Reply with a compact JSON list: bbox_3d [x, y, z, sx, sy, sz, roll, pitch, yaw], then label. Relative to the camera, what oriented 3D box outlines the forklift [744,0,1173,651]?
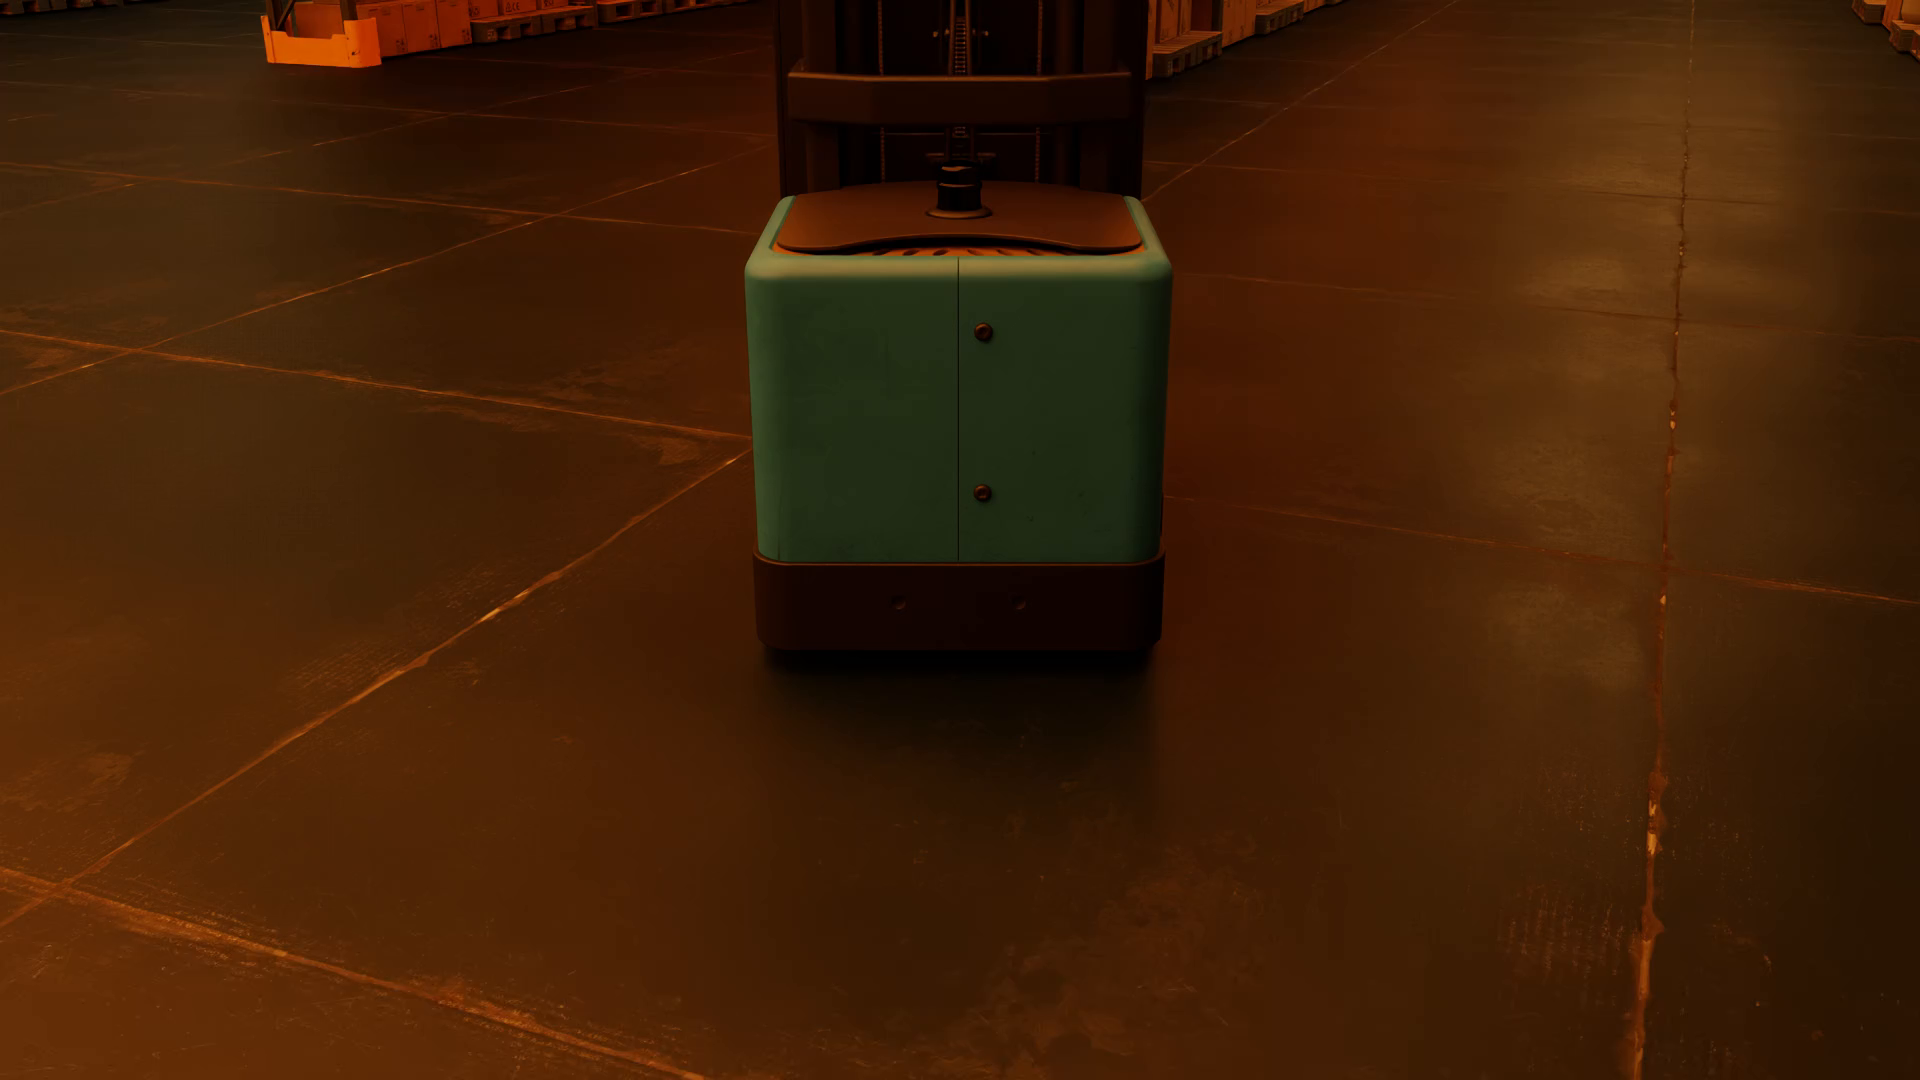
[{"bbox_3d":[0.002,-1.587,5.089,1.130,2.935,3.031,0,23,0],"label":"forklift"}]
